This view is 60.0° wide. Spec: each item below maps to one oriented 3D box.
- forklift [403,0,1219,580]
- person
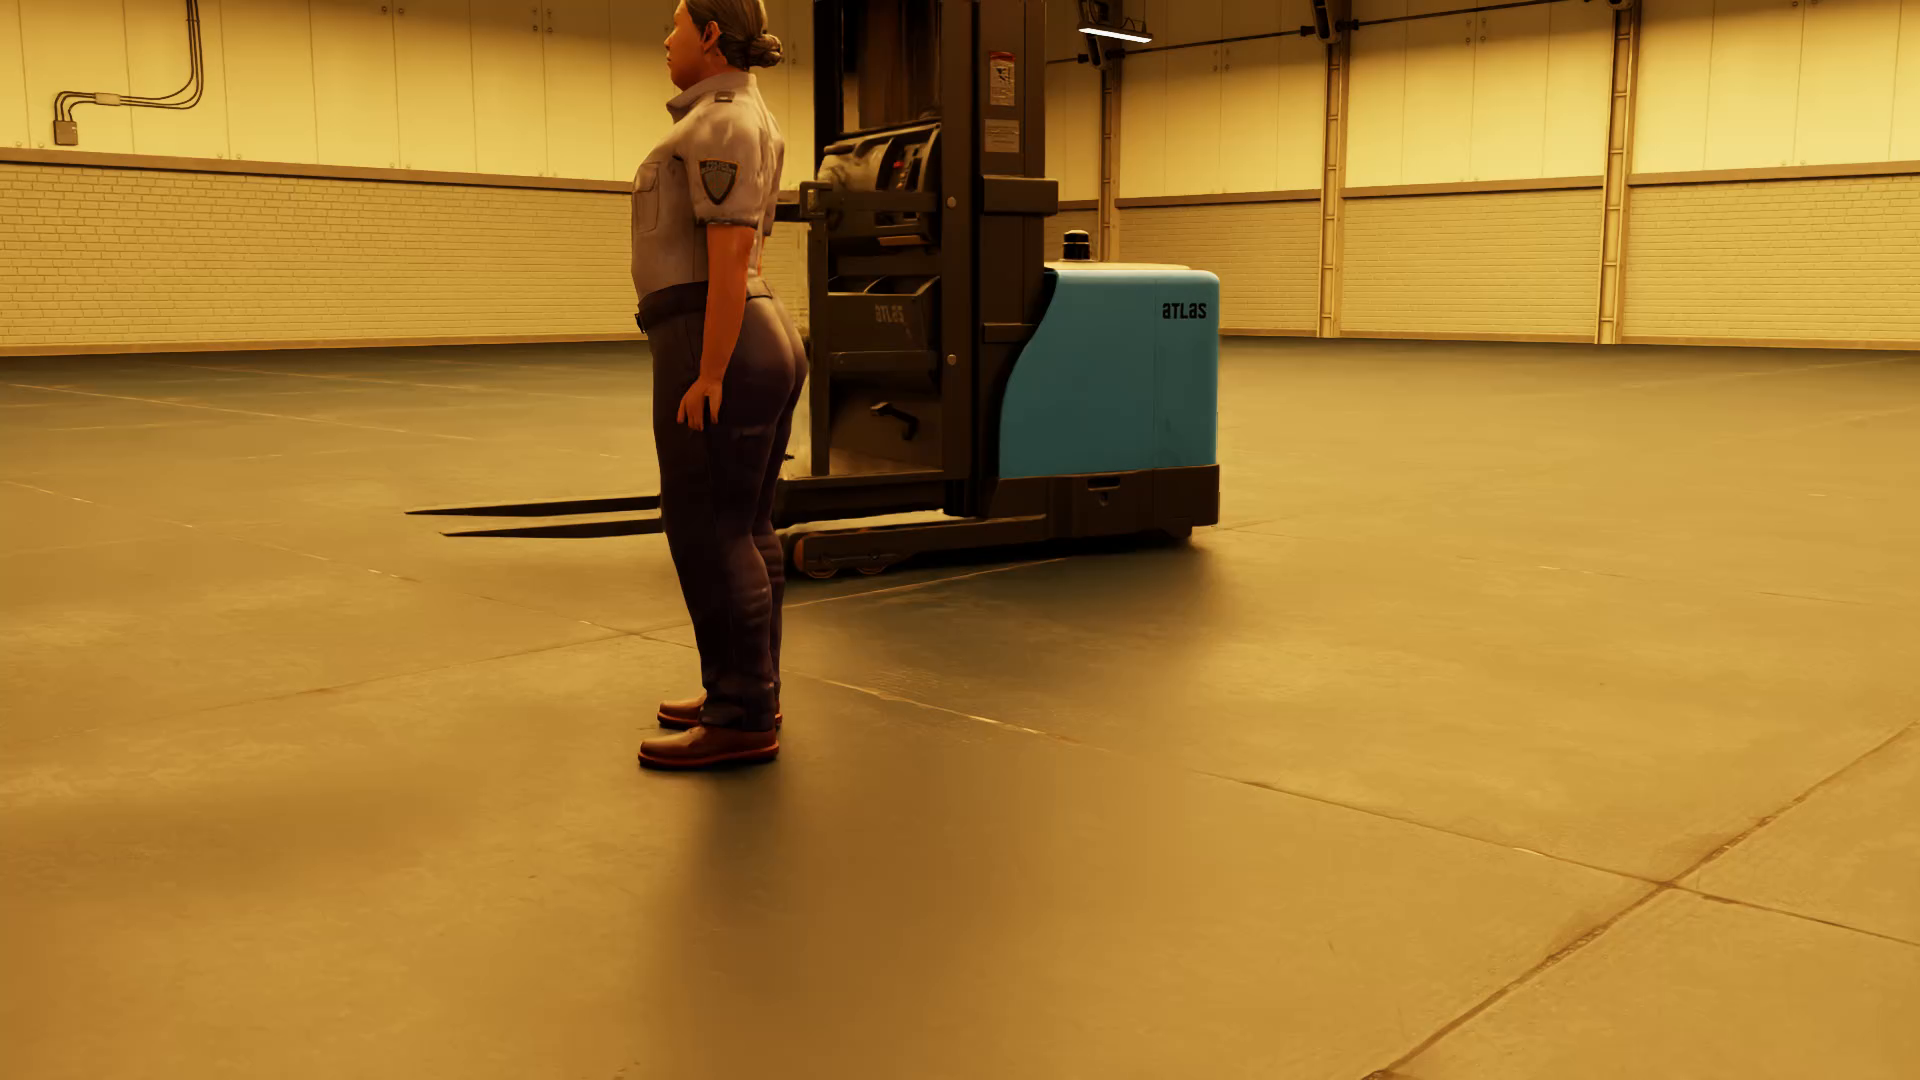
[{"bbox_3d":[-0.499,-1.400,6.172,3.031,2.935,1.130,-5,10,-29],"label":"forklift"},{"bbox_3d":[-0.522,-0.357,3.580,0.369,1.651,0.485,0,9,0],"label":"person"}]
